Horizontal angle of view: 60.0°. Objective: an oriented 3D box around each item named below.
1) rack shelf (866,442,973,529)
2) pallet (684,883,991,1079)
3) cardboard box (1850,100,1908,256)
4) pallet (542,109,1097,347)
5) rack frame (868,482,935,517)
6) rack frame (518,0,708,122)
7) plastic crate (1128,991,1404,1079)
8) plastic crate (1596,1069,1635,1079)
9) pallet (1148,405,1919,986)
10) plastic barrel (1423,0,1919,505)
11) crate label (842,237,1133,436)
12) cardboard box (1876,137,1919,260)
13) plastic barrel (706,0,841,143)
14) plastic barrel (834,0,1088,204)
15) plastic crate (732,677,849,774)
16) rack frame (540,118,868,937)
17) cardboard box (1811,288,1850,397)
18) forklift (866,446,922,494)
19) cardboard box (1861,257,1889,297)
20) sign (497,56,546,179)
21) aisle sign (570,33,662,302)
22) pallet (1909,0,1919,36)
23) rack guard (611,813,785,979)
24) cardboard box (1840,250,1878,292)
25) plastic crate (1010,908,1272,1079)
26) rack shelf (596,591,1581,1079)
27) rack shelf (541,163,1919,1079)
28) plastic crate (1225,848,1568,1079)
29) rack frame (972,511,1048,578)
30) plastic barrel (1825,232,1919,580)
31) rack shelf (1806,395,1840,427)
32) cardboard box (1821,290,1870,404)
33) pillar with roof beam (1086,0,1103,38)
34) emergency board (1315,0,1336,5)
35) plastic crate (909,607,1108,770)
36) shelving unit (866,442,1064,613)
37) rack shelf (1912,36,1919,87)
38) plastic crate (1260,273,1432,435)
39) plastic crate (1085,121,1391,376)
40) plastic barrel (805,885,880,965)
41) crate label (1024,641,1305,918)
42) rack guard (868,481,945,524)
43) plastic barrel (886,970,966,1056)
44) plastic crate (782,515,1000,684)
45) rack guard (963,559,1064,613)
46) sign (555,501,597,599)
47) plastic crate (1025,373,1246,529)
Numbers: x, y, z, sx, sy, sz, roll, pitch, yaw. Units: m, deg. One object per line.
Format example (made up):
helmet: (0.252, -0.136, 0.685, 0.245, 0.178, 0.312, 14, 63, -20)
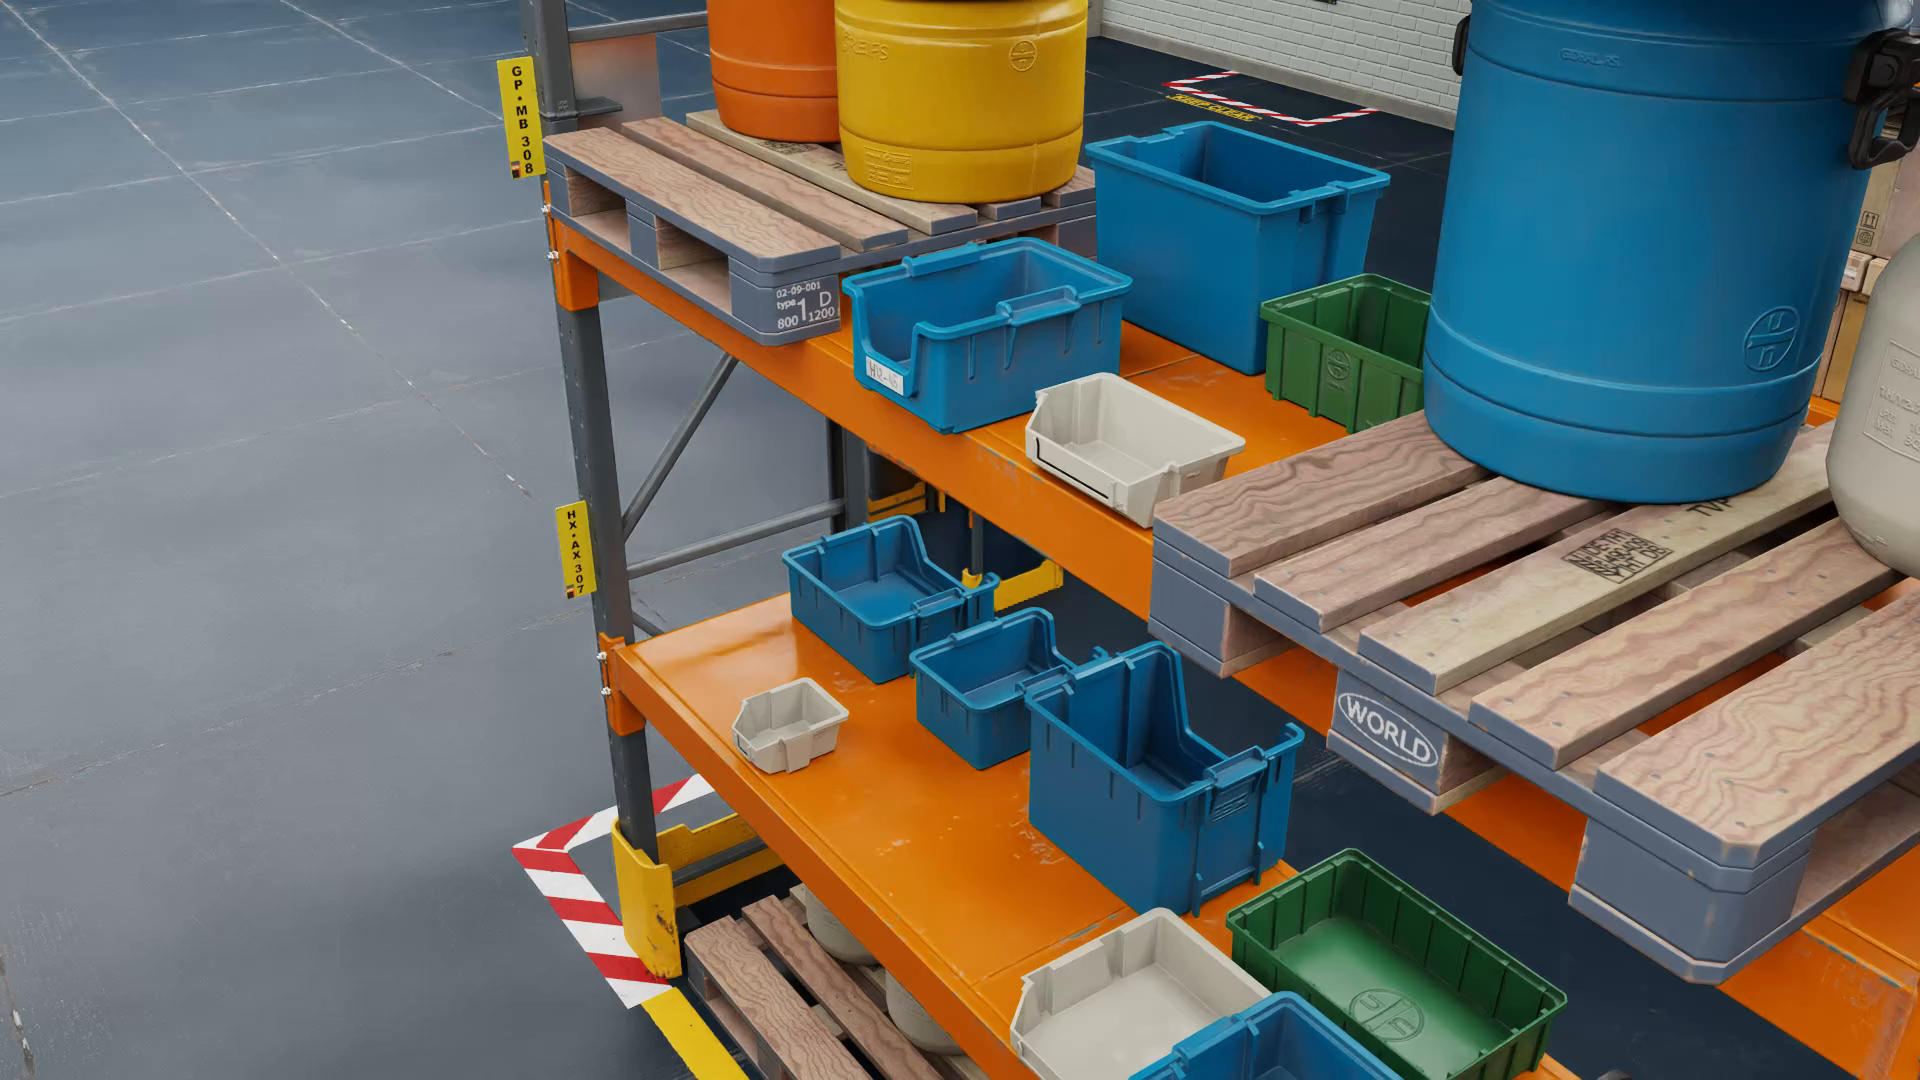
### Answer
rack shelf: (-0.040, -0.397, 8.287, 0.538, 0.185, 1.000, -20, 34, -32)
pallet: (-0.213, 1.563, 5.651, 1.003, 0.211, 1.213, -19, 34, -31)
cardboard box: (3.876, -1.571, 7.036, 0.700, 0.500, 0.500, -20, 34, -32)
pallet: (-0.362, -0.883, 4.287, 1.003, 0.211, 1.213, -19, 34, -31)
rack frame: (-0.345, -0.749, 8.558, 0.500, 1.500, 0.032, -20, 34, -32)
rack frame: (-0.762, -2.632, 4.168, 1.000, 3.000, 0.127, -19, 34, -31)
plastic crate: (0.695, 1.269, 3.426, 0.499, 0.251, 0.616, -19, 34, -31)
plastic crate: (1.358, 1.347, 3.191, 0.767, 0.338, 0.504, -19, 34, -31)
pallet: (1.060, 0.070, 2.532, 1.213, 0.211, 1.003, -19, 34, -31)
plastic barrel: (1.068, -0.581, 2.568, 0.600, 0.901, 0.708, -19, 34, -31)
crate label: (0.055, -0.430, 3.411, 0.502, 0.251, 0.408, -19, 34, -31)
cardboard box: (4.169, -1.376, 6.676, 0.700, 0.500, 0.500, -19, 34, -30)
plastic barrel: (-0.377, -1.534, 4.398, 0.600, 0.830, 0.708, -19, 34, -31)
plastic barrel: (0.003, -1.173, 3.988, 0.600, 0.588, 0.600, 0, 29, 0)
plastic crate: (-0.505, 0.557, 4.858, 0.298, 0.136, 0.250, -19, 34, -31)
rack frame: (-0.762, 0.004, 5.600, 1.000, 3.000, 0.127, -19, 34, -31)
cardboard box: (3.844, -1.022, 7.384, 0.700, 0.500, 0.500, -18, 33, -29)
forklift: (0.042, -2.193, 9.717, 1.130, 2.935, 3.031, 0, 29, 1)
cardboard box: (3.927, -1.082, 6.815, 0.380, 0.149, 0.250, -20, 34, -32)
sign: (-1.213, -1.168, 4.605, 0.100, 0.325, 0.005, -19, 34, -31)
aisle sign: (-1.042, -1.085, 4.882, 0.394, 0.787, 0.004, -19, 34, -31)
pallet: (3.664, -2.363, 6.908, 1.003, 0.211, 1.213, -19, 34, -31)
rack guard: (-0.680, 1.119, 6.166, 1.175, 0.500, 0.348, -19, 34, -31)
cardboard box: (3.771, -1.185, 7.004, 0.380, 0.149, 0.250, -19, 34, -31)
plastic crate: (0.410, 1.114, 3.833, 0.530, 0.136, 0.437, -19, 34, -31)
rack shelf: (0.398, 1.098, 4.340, 1.077, 0.370, 4.000, -19, 34, -31)
rack shelf: (0.398, -0.221, 3.624, 1.077, 0.370, 4.000, -19, 34, -31)
plastic crate: (1.001, 1.046, 3.903, 0.450, 0.188, 0.662, -19, 34, -31)
rack frame: (0.266, -0.361, 7.844, 0.500, 1.500, 0.032, -20, 34, -32)
plastic barrel: (1.468, -0.215, 2.302, 0.421, 0.512, 0.421, 0, 29, 0)
rack shelf: (4.435, -0.272, 6.862, 1.077, 0.370, 4.000, -19, 34, -31)
cardboard box: (4.127, -0.827, 7.026, 0.700, 0.500, 0.500, -19, 34, -30)
pillar with roof beam: (-2.049, -8.816, 15.553, 9.100, 9.000, 0.400, -19, 34, -31)
emergency board: (3.546, -6.018, 16.689, 0.157, 1.169, 0.626, -19, 34, -31)
plastic crate: (0.144, 0.435, 4.962, 0.499, 0.251, 0.408, -19, 34, -31)
shelving unit: (-0.034, -0.552, 8.194, 0.587, 1.500, 1.083, -20, 34, -32)
rack shelf: (4.435, -1.590, 6.146, 1.077, 0.370, 4.000, -19, 34, -31)
plastic crate: (0.865, -0.355, 3.339, 0.336, 0.188, 0.450, -19, 34, -31)
plastic crate: (0.589, -0.649, 3.676, 0.392, 0.384, 0.575, -19, 34, -31)
plastic barrel: (-0.318, 1.147, 5.661, 0.421, 0.512, 0.421, 0, 29, 0)
crate label: (0.526, 0.629, 4.412, 0.502, 0.435, 0.616, -19, 34, -31)
rack guard: (-0.333, -0.193, 8.843, 0.587, 0.250, 0.087, -20, 34, -32)
plastic barrel: (-0.027, 1.342, 5.302, 0.421, 0.512, 0.421, 0, 29, 0)
plastic crate: (-0.228, 0.181, 5.430, 0.499, 0.251, 0.616, -19, 34, -31)
rack guard: (0.265, 0.188, 8.143, 0.587, 0.250, 0.087, -20, 34, -32)
sign: (-1.213, 0.033, 5.256, 0.100, 0.325, 0.005, -19, 34, -31)
plastic crate: (0.298, -0.155, 3.026, 0.243, 0.136, 0.396, -19, 34, -31)
